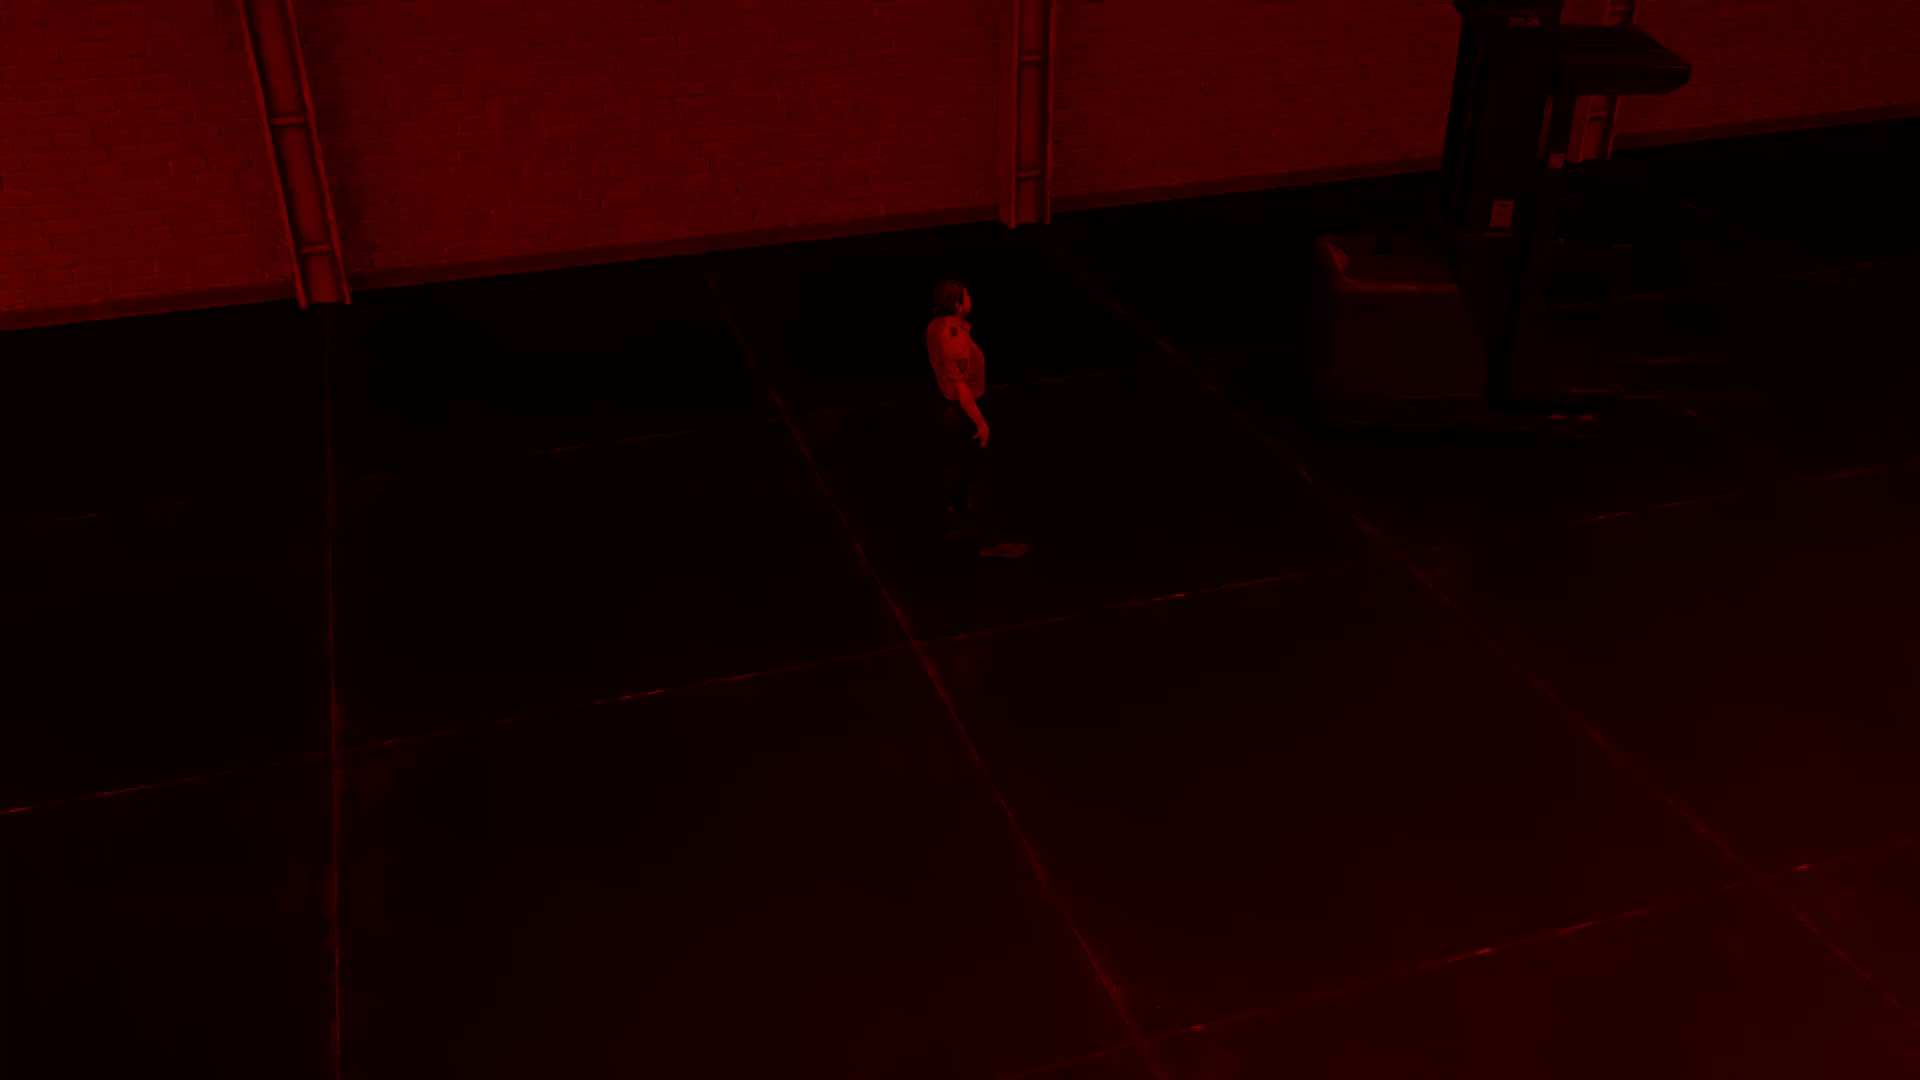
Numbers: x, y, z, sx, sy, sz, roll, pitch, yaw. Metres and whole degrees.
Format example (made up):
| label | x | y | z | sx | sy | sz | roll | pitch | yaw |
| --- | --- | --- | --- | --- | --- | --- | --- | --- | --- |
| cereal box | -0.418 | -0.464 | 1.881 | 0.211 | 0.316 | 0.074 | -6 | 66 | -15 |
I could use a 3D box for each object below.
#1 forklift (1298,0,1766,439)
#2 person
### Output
| label | x | y | z | sx | sy | sz | roll | pitch | yaw |
| --- | --- | --- | --- | --- | --- | --- | --- | --- | --- |
| forklift | 3.948 | -2.219 | 10.944 | 3.031 | 2.935 | 1.130 | 1 | 30 | 1 |
| person | 0.092 | -0.724 | 9.618 | 0.502 | 1.650 | 0.599 | -10 | 31 | -16 |
